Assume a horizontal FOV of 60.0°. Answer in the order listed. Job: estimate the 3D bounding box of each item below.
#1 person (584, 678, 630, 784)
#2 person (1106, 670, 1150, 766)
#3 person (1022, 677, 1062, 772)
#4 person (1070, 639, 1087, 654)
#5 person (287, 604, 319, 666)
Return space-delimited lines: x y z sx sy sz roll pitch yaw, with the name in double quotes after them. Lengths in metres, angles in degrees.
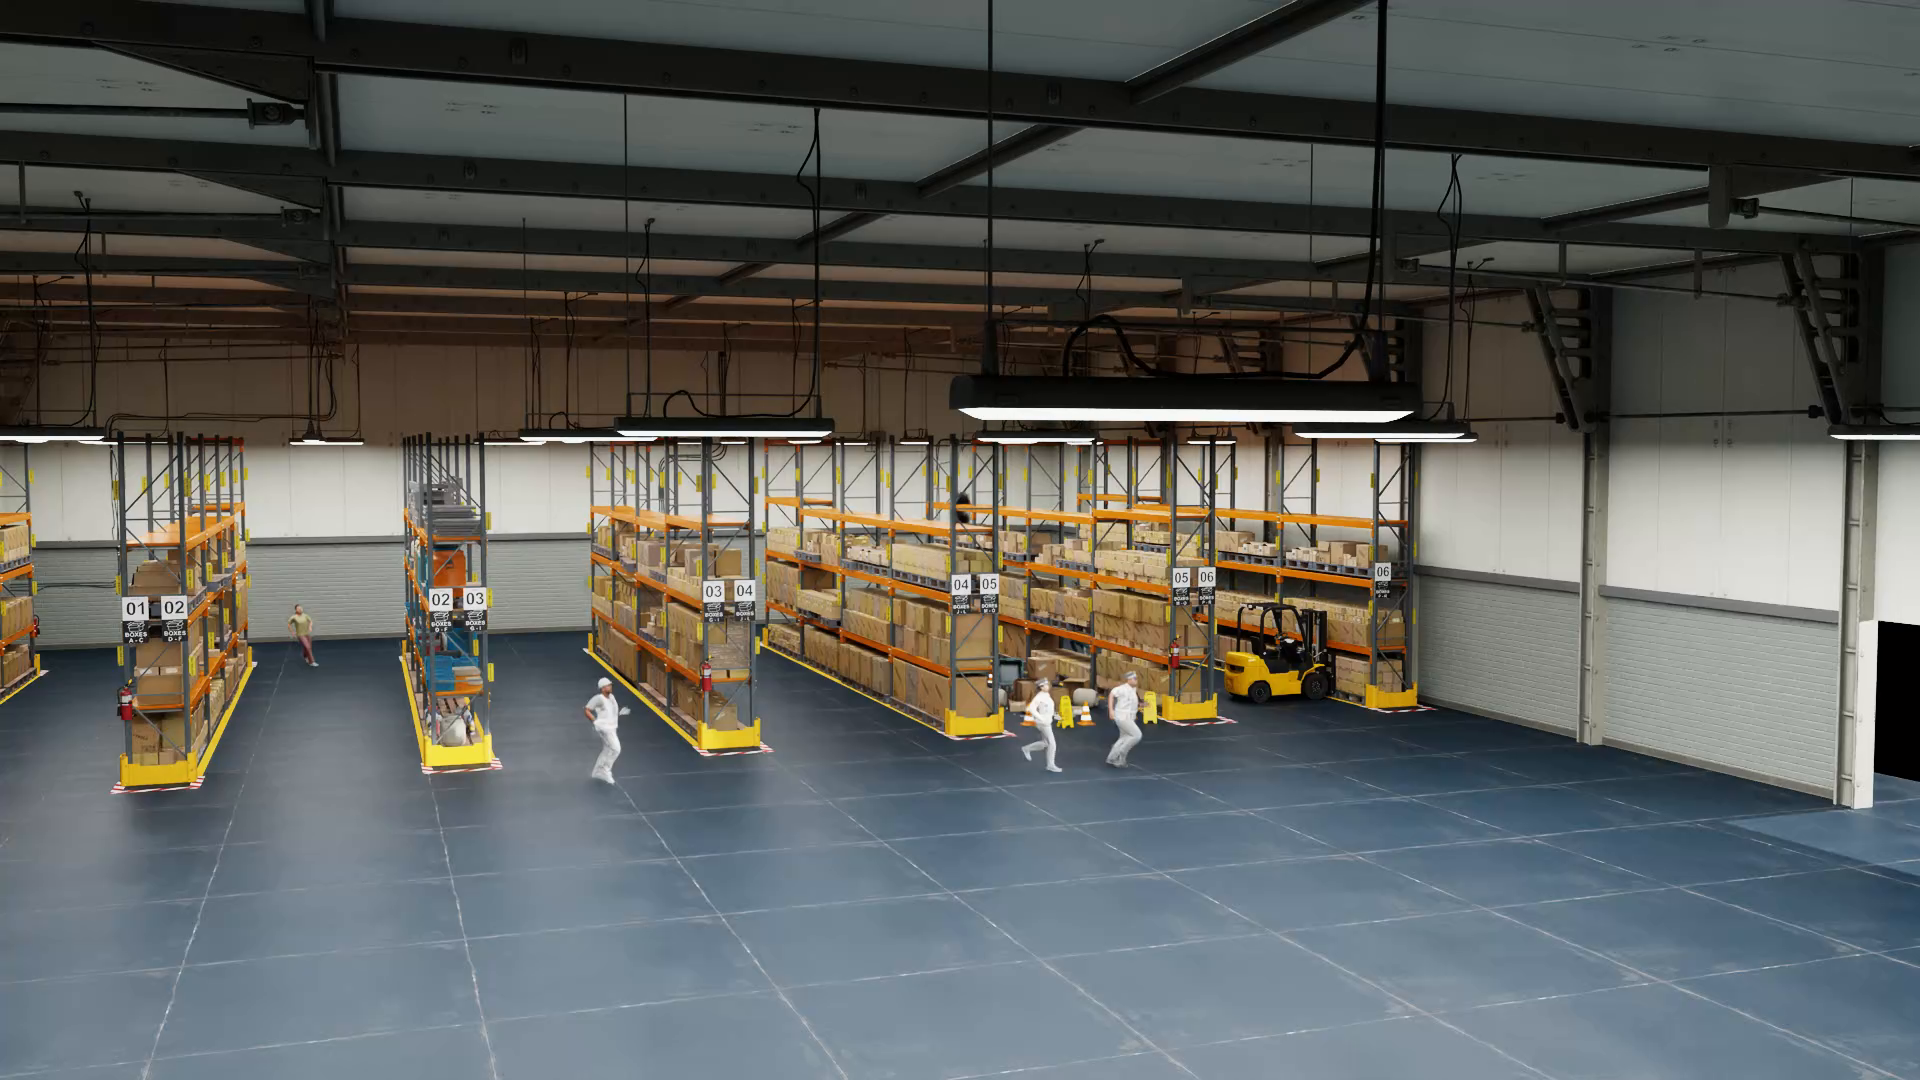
-6.001 3.262 28.432 0.684 1.809 0.659 1 3 10 "person"
2.997 3.189 29.727 0.784 1.730 0.701 1 3 25 "person"
1.459 3.265 29.508 0.719 1.684 0.618 1 3 19 "person"
3.166 2.454 44.951 0.542 1.559 0.625 -2 4 -34 "person"
-17.230 2.491 43.540 0.635 1.616 0.886 -3 4 -45 "person"
